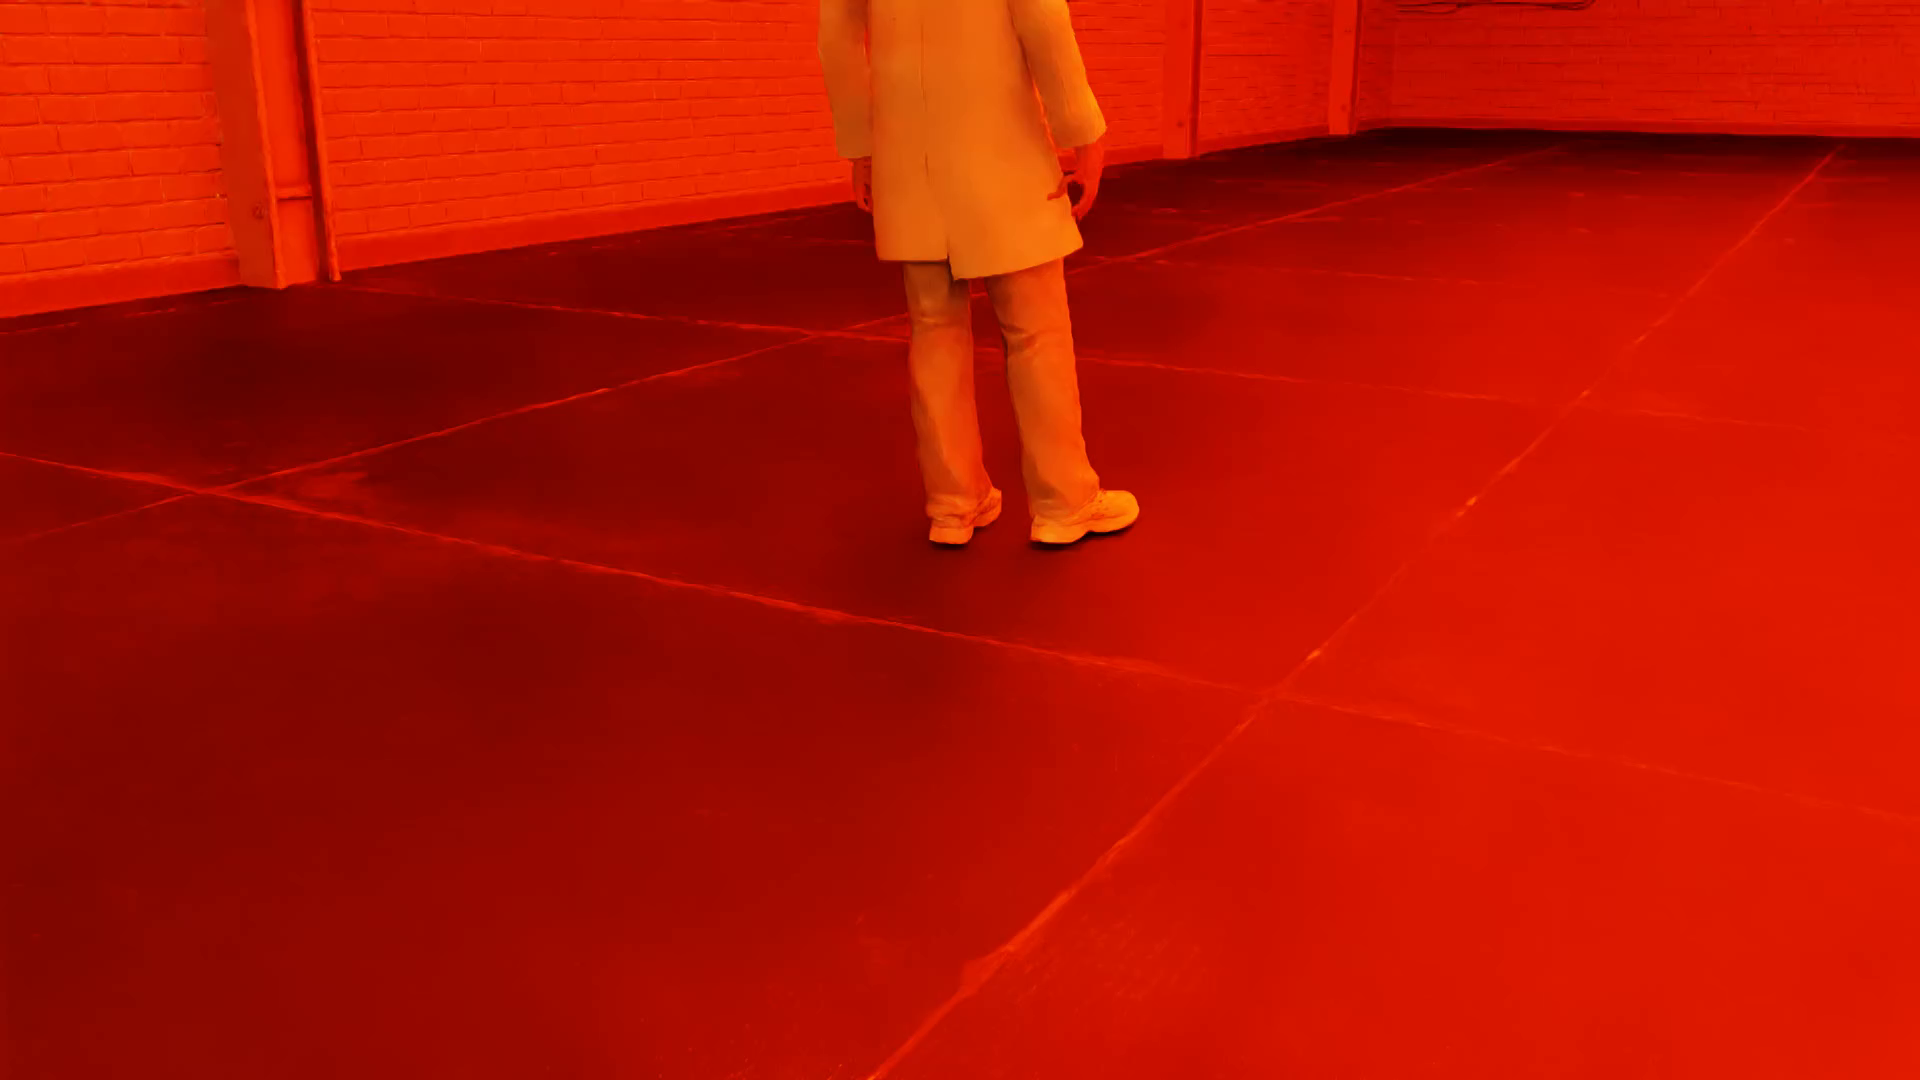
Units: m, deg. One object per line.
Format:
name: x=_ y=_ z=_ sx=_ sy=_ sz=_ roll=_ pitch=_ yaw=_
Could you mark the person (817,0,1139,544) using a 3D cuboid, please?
person: x=0.049 y=-0.881 z=3.861 sx=0.694 sy=1.776 sz=0.579 roll=9 pitch=19 yaw=28
